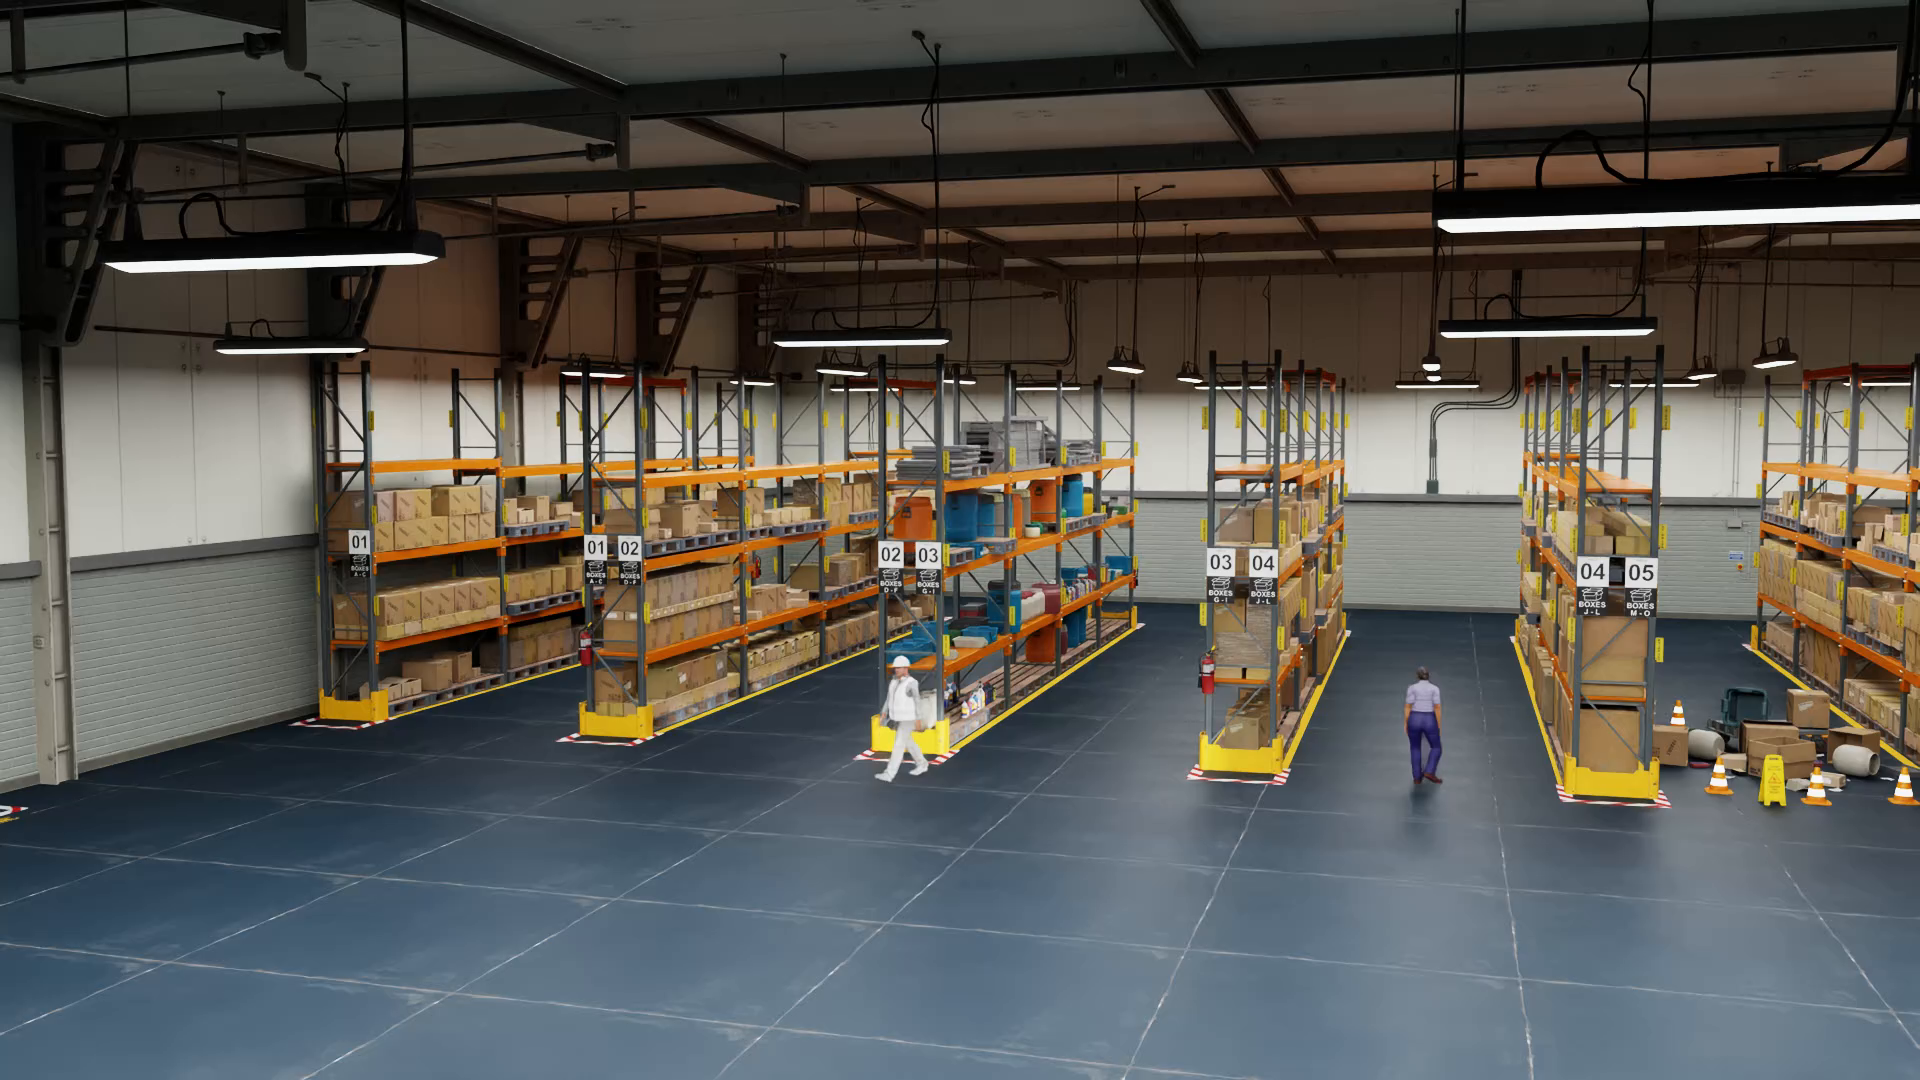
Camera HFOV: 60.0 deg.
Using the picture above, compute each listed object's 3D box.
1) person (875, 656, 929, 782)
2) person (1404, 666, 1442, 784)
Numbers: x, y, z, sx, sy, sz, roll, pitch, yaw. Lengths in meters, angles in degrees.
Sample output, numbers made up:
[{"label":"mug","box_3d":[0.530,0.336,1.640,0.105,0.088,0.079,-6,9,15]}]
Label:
[{"label":"person","box_3d":[-0.848,2.469,23.136,1.071,1.710,0.556,-3,5,-34]},{"label":"person","box_3d":[6.383,2.553,22.887,0.531,1.644,0.522,1,4,18]}]
